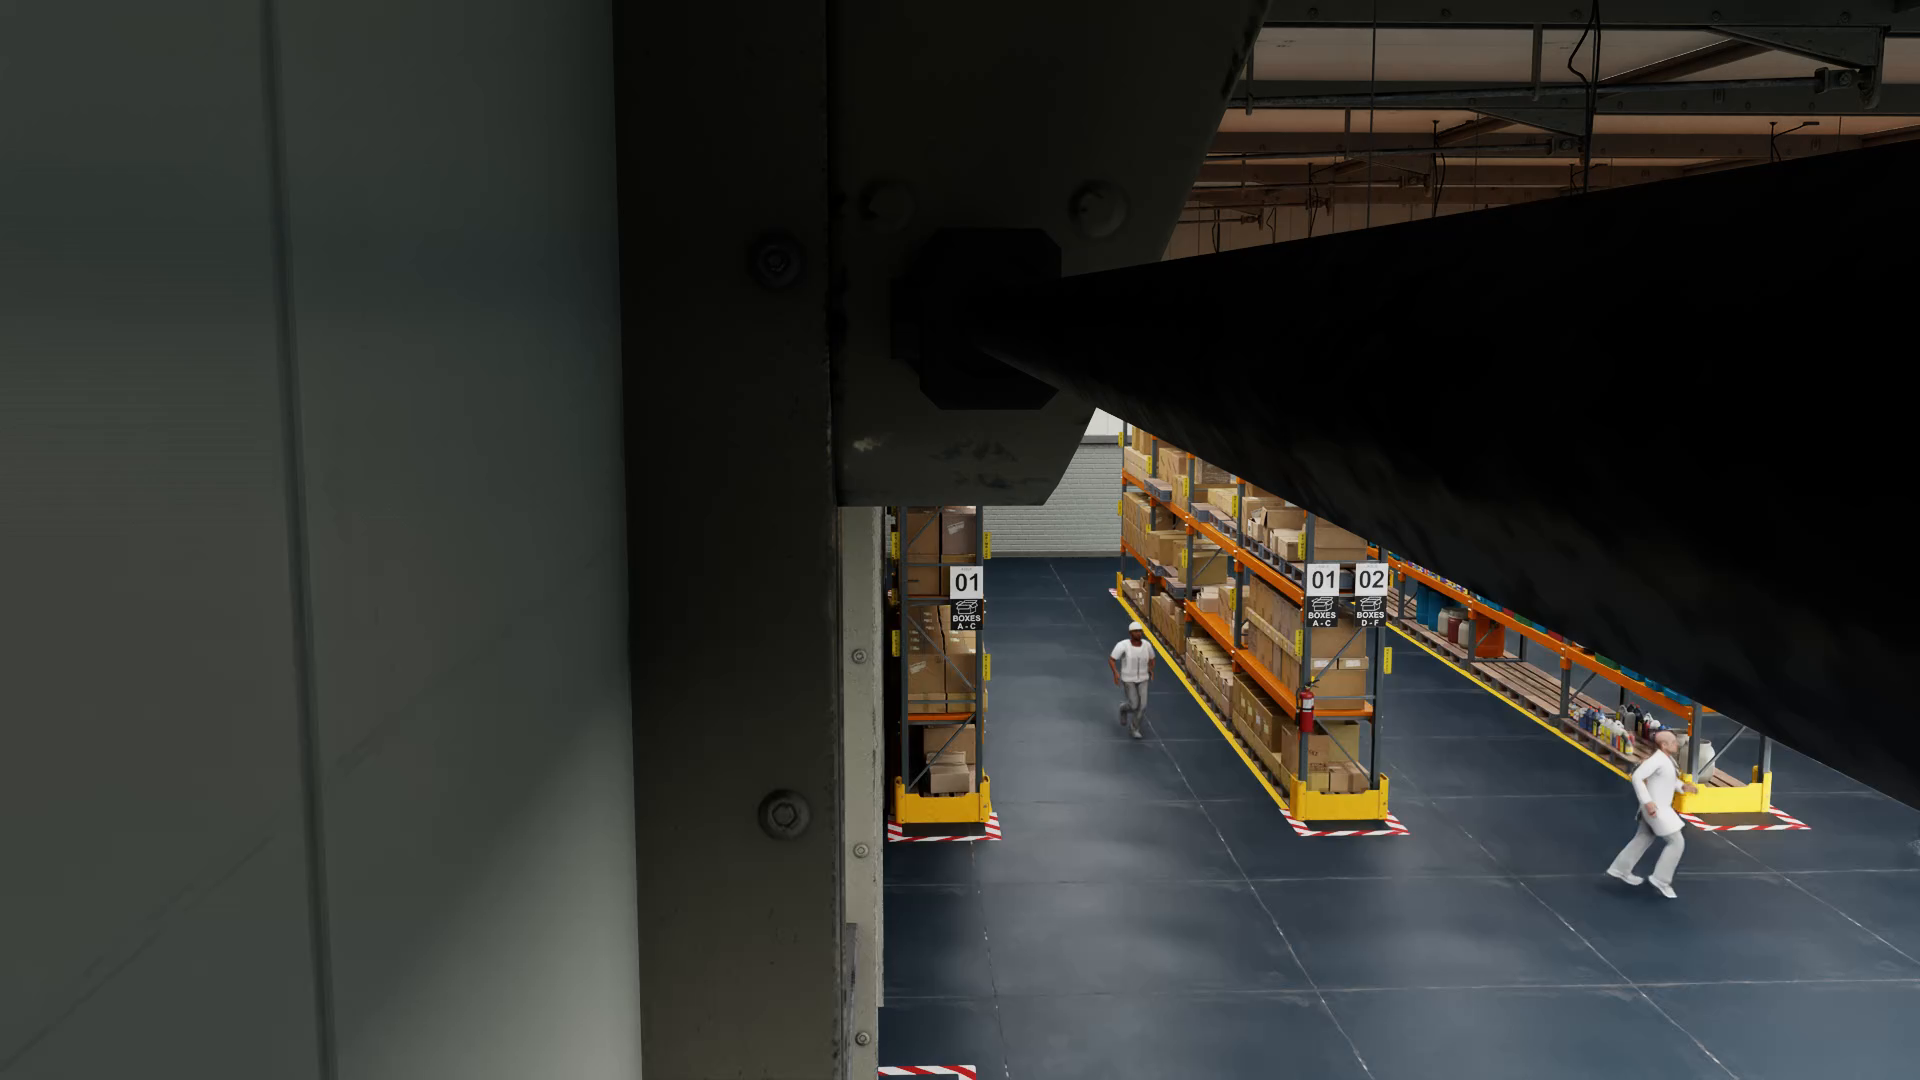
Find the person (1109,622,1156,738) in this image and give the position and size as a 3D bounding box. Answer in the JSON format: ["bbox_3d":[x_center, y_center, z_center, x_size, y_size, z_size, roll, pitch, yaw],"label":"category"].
[{"bbox_3d":[2.575,2.050,24.530,0.705,1.718,0.586,-2,8,-15],"label":"person"}]

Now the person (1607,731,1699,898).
[{"bbox_3d":[7.506,2.951,17.992,0.877,1.844,0.680,4,9,24],"label":"person"}]
